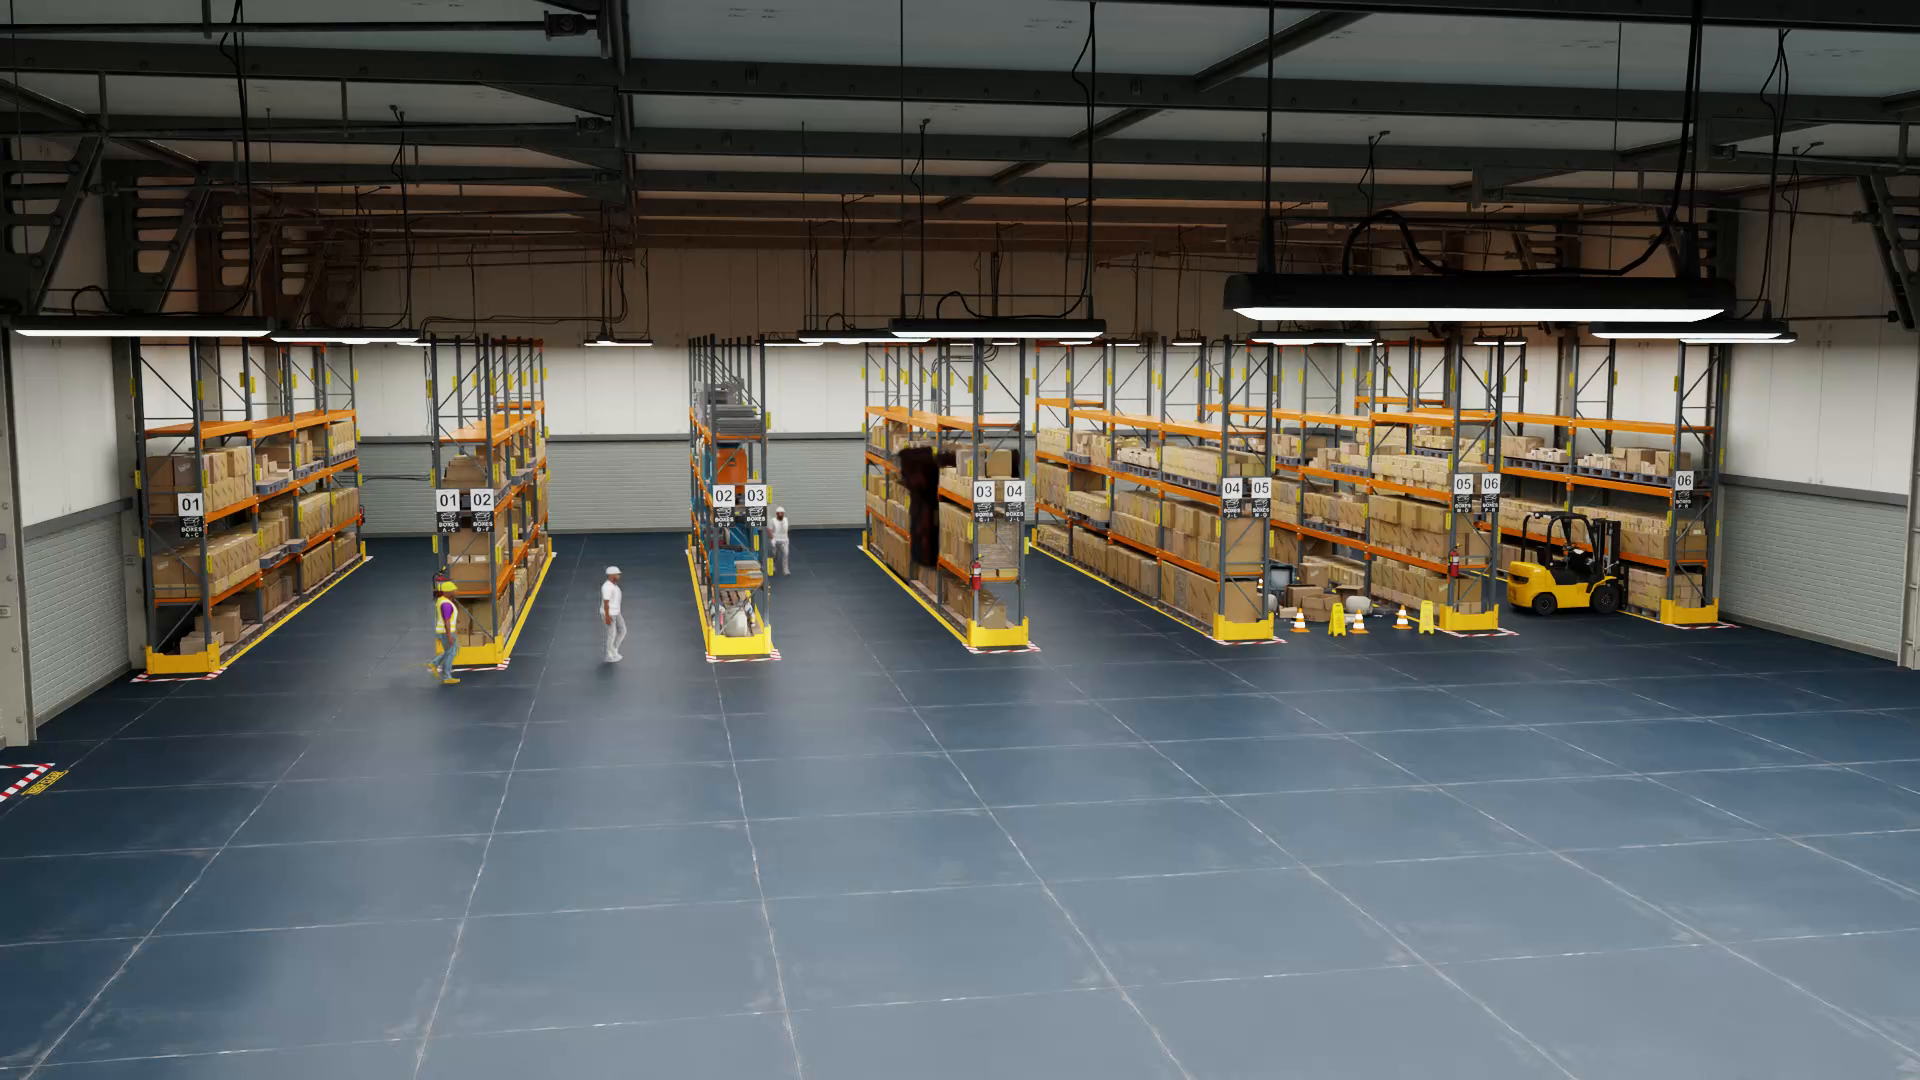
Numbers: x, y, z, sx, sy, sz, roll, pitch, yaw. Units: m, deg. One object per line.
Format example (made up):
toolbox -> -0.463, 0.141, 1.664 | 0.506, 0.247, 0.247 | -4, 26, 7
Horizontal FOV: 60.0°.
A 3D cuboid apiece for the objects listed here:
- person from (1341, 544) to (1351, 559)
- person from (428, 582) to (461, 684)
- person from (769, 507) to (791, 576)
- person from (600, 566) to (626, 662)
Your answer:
person -> 10.247, -0.191, 44.380 | 0.348, 1.681, 0.525 | 0, 7, 2
person -> -8.839, 1.587, 28.417 | 0.553, 1.753, 0.594 | -1, 7, -12
person -> -4.565, 0.026, 42.172 | 0.586, 1.735, 1.069 | -2, 7, -18
person -> -6.406, 1.363, 30.543 | 0.390, 1.761, 0.692 | 1, 7, 10
